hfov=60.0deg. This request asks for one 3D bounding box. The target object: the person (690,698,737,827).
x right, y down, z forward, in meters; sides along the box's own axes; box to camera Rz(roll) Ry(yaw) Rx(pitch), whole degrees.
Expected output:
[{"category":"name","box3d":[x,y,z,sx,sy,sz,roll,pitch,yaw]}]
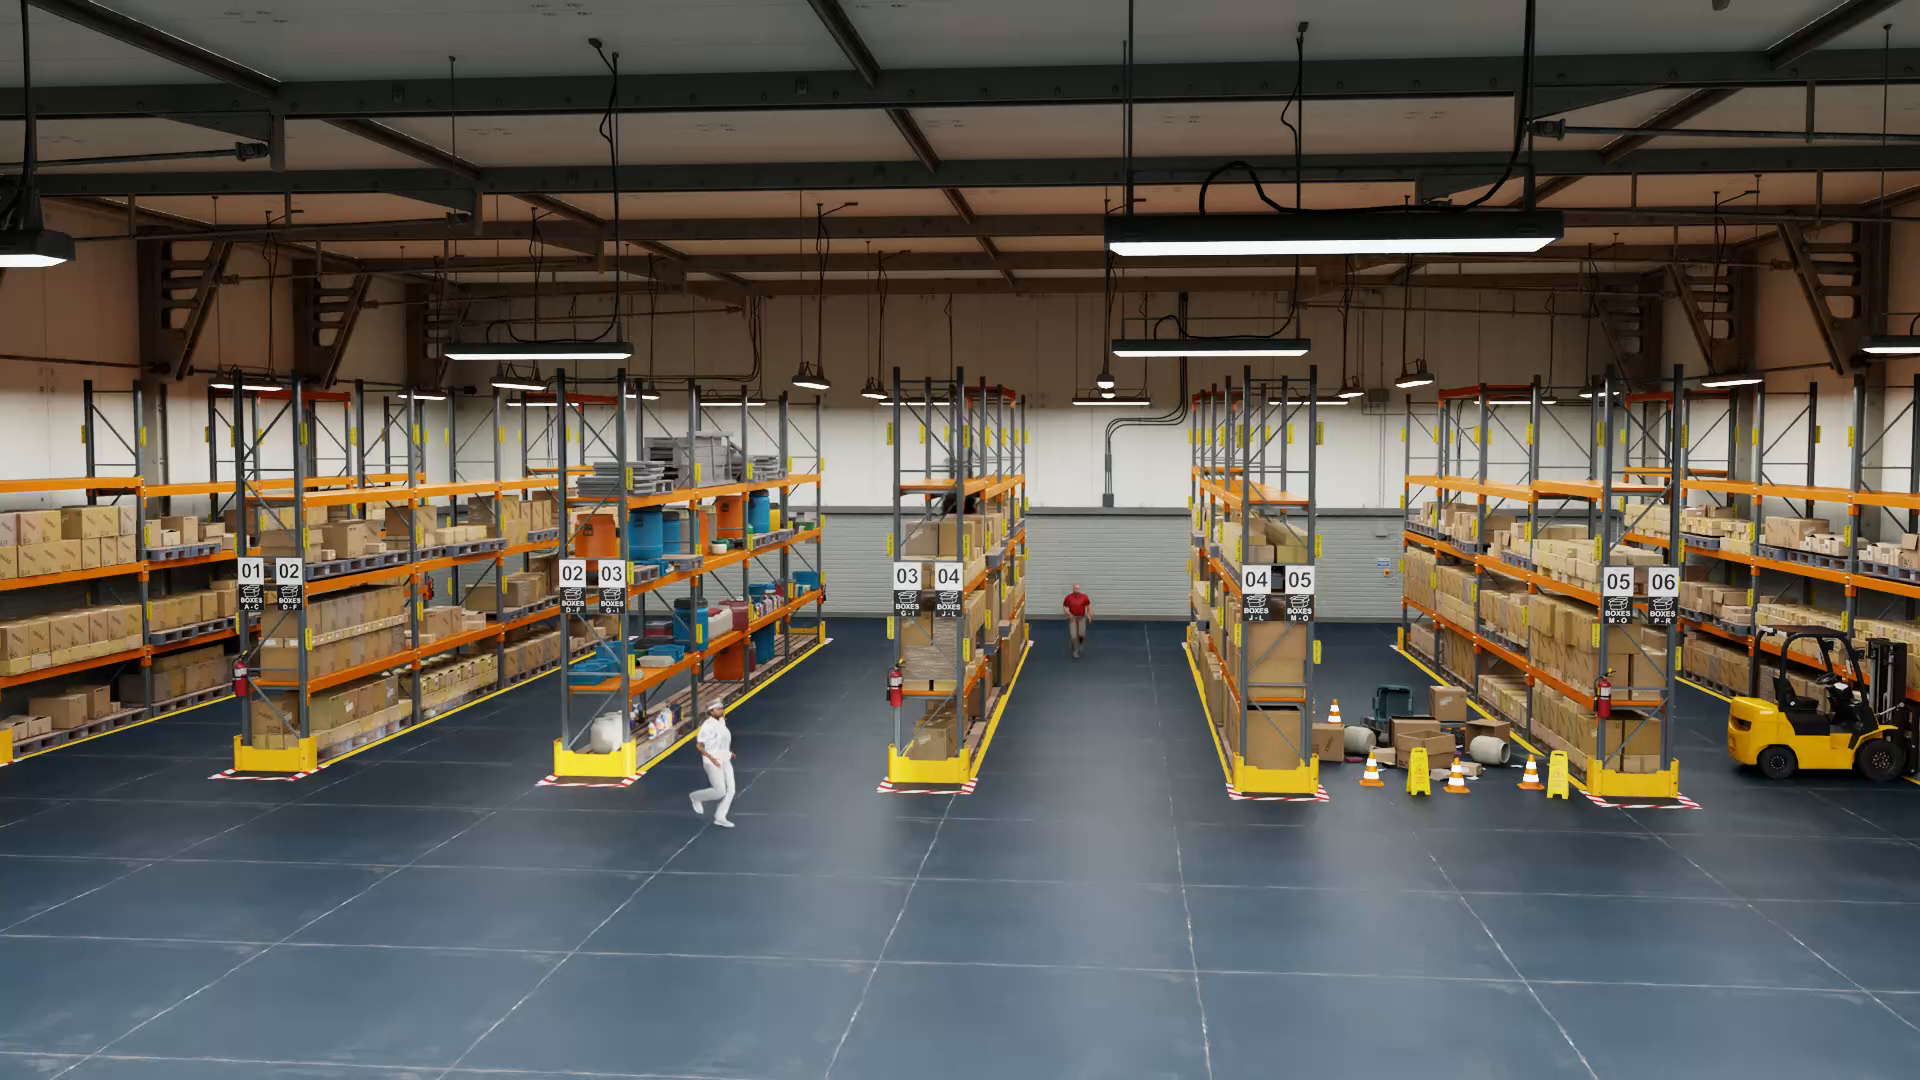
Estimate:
[{"category":"person","box3d":[-3.168,2.849,21.428,0.611,1.665,0.575,2,4,28]}]

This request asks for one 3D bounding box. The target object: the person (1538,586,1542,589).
[{"category":"person","box3d":[12.400,1.903,35.703,0.669,1.828,0.766,0,4,-7]}]

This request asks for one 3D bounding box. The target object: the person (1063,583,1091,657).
[{"category":"person","box3d":[2.662,1.824,37.747,0.650,1.678,0.607,0,4,1]}]
